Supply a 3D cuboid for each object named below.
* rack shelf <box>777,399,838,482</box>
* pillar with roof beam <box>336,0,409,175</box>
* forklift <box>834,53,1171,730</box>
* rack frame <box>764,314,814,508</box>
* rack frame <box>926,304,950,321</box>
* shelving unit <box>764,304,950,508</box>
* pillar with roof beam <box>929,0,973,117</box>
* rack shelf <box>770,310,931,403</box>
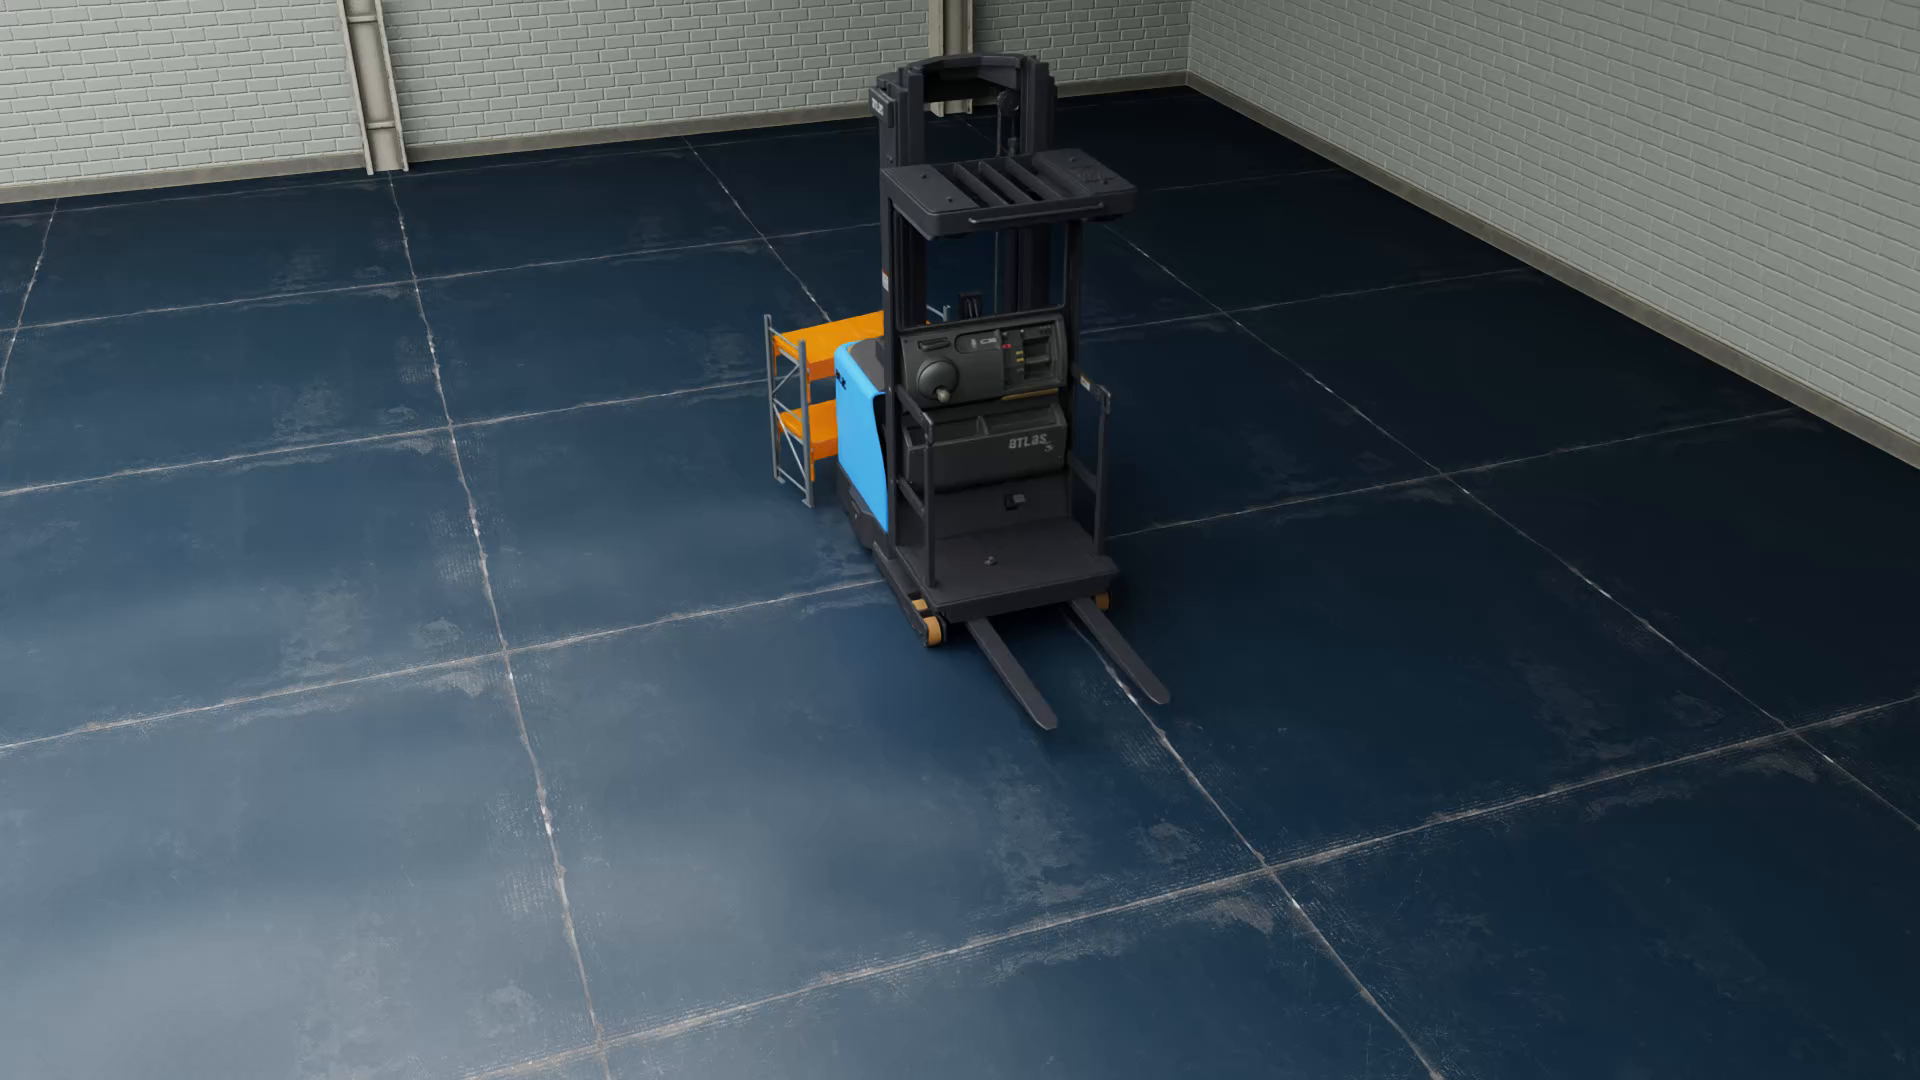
[{"bbox_3d":[-0.636,-0.722,10.726,1.000,0.278,0.538,-17,34,-28],"label":"rack shelf"},{"bbox_3d":[-4.219,-5.627,10.887,0.400,9.000,9.100,-10,31,-18],"label":"pillar with roof beam"},{"bbox_3d":[0.212,-0.923,8.759,1.130,2.935,3.031,-10,31,-17],"label":"forklift"},{"bbox_3d":[-1.066,-0.801,10.370,0.032,1.125,0.500,-17,34,-28],"label":"rack frame"},{"bbox_3d":[-0.205,-1.069,10.840,0.032,1.125,0.500,-17,34,-28],"label":"rack frame"},{"bbox_3d":[-0.636,-0.935,10.605,1.048,1.125,0.538,-17,34,-28],"label":"shelving unit"},{"bbox_3d":[1.404,-6.663,12.705,0.400,9.000,9.100,-10,31,-18],"label":"pillar with roof beam"},{"bbox_3d":[-0.636,-1.189,10.460,1.000,0.278,0.538,-17,34,-28],"label":"rack shelf"}]
